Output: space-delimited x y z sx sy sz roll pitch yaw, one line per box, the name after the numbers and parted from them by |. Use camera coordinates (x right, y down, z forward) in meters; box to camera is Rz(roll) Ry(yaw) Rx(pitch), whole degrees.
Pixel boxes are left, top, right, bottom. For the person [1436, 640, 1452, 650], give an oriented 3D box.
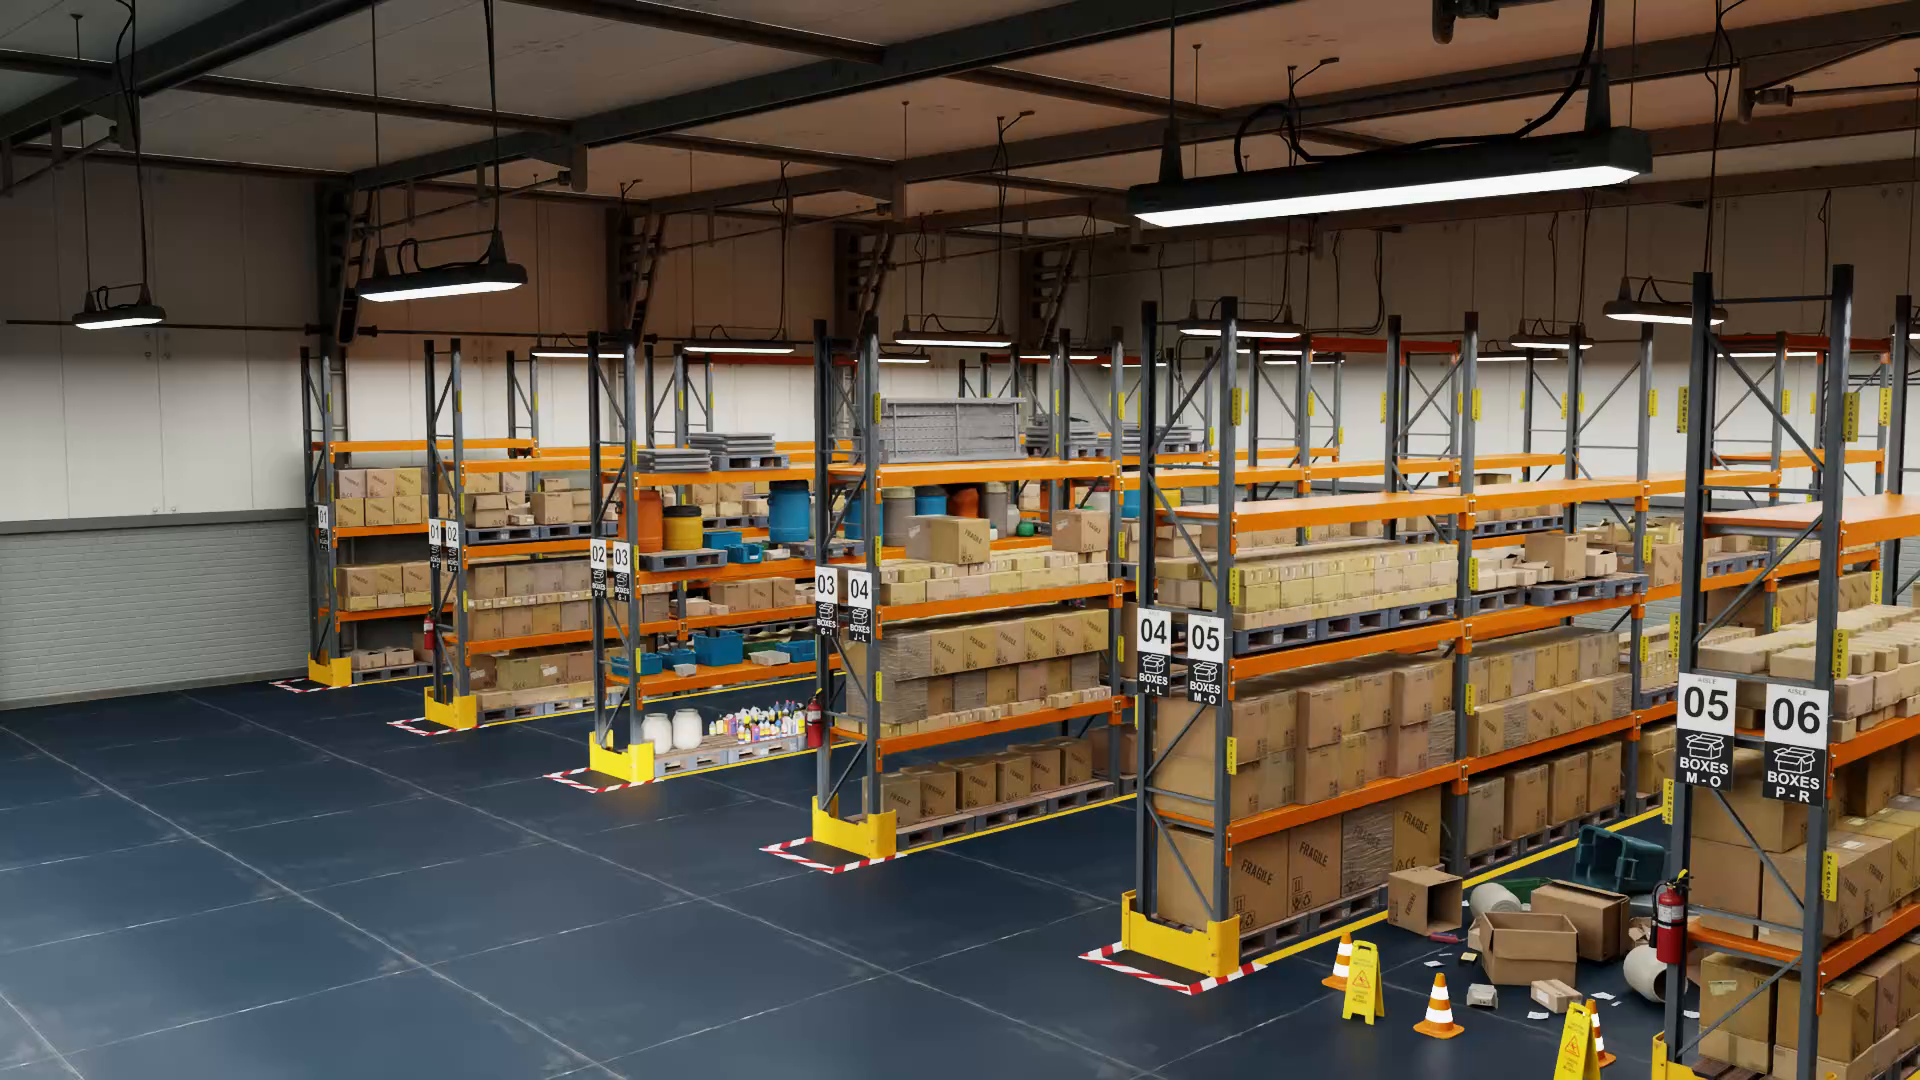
6.938 2.239 23.705 0.649 1.709 0.680 3 6 31 | person

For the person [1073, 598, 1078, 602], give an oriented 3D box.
3.058 0.817 40.218 0.669 1.641 0.649 -2 5 -19 | person
